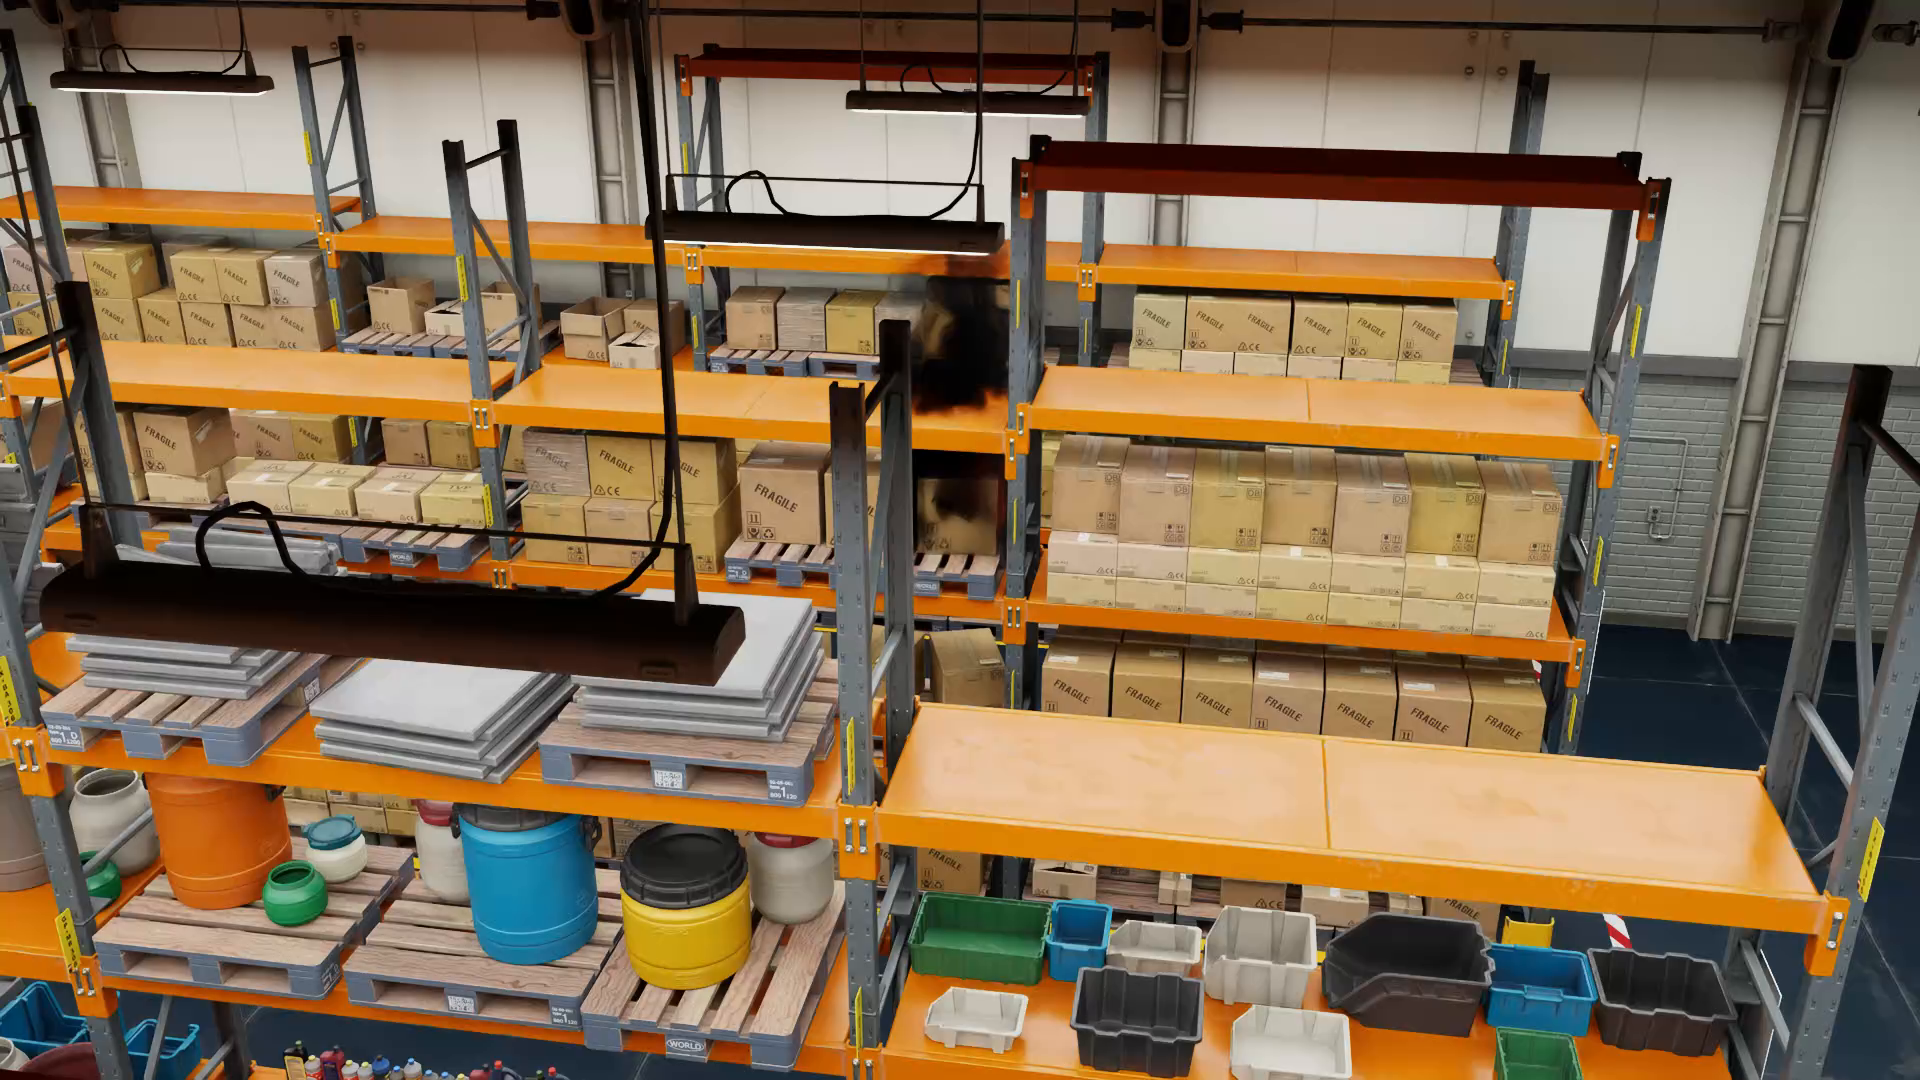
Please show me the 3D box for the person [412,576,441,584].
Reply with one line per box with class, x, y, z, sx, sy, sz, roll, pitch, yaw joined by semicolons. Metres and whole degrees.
person;-4.962;1.035;15.821;1.024;1.723;0.643;5;24;13
